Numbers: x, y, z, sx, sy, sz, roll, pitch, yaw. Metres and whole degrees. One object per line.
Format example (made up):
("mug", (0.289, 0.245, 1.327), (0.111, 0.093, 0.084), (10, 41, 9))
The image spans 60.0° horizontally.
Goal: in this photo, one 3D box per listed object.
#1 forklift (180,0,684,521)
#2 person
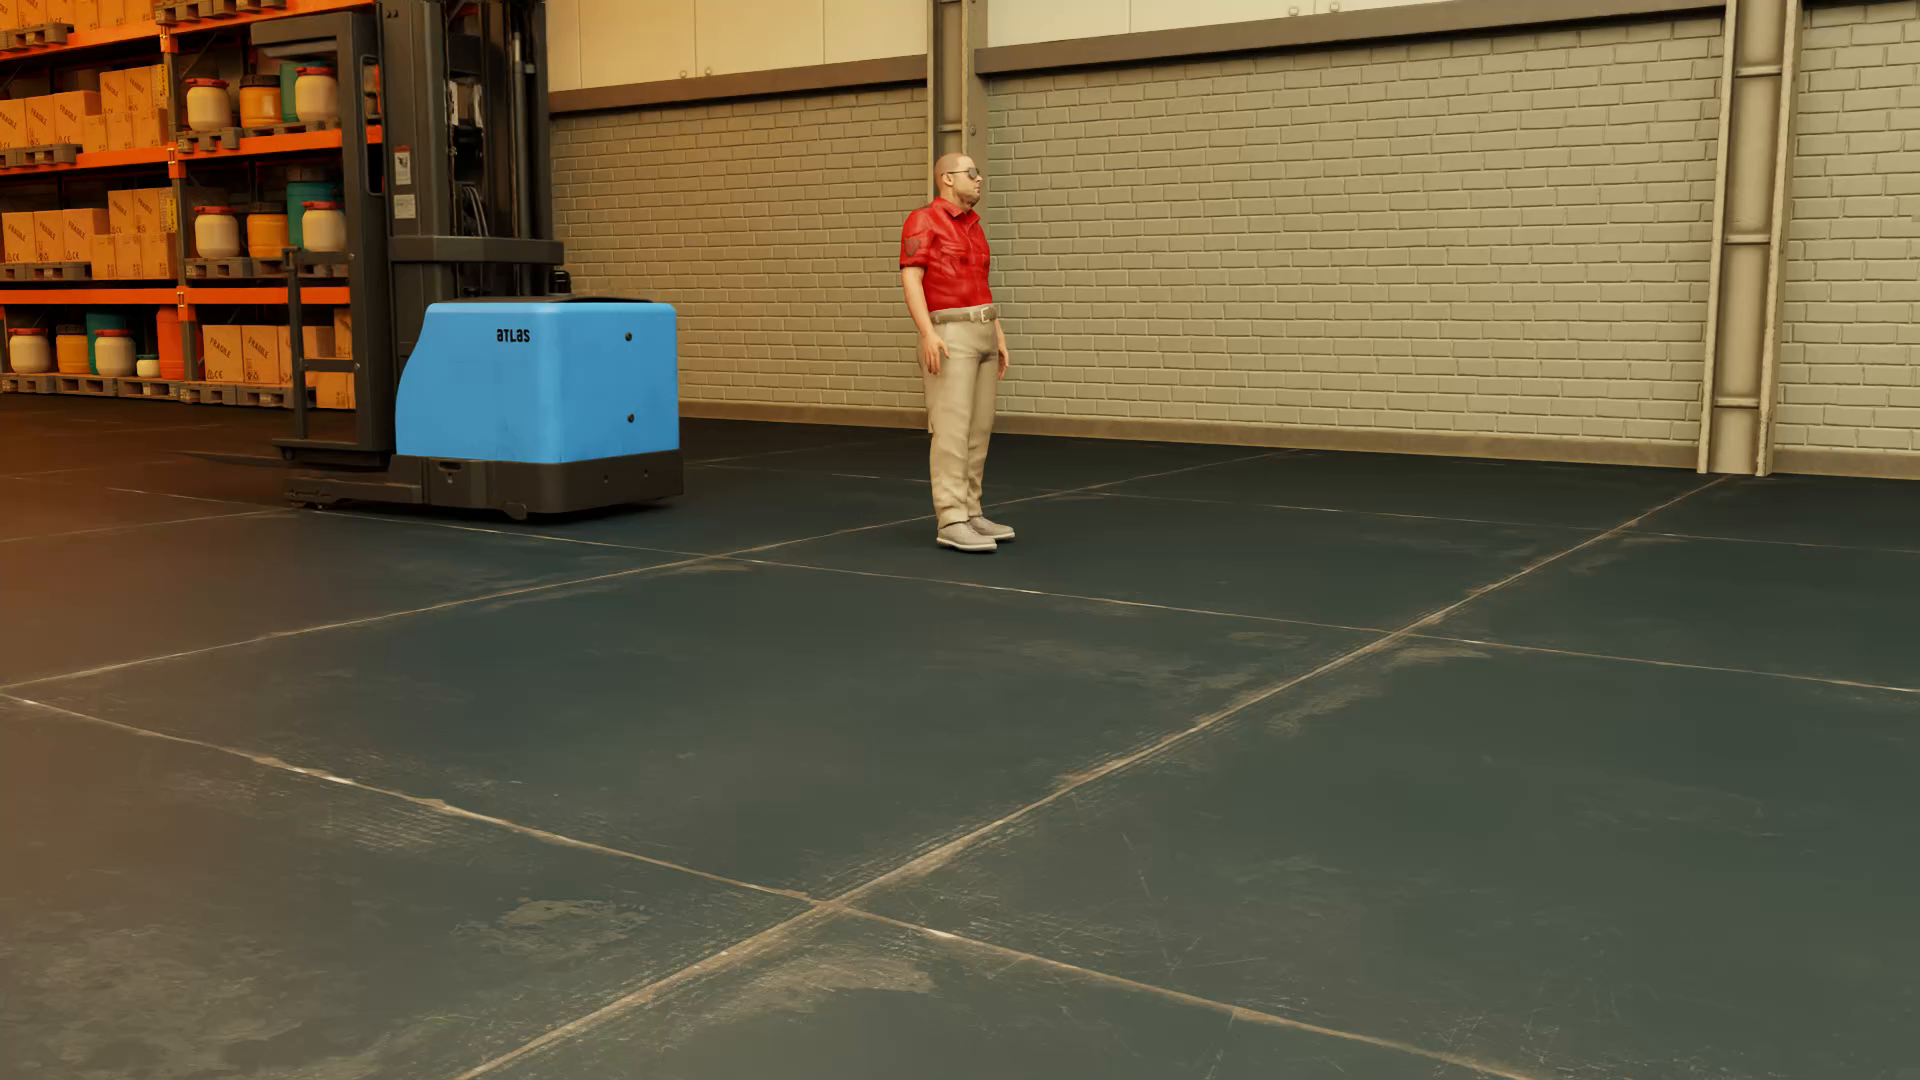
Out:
("forklift", (-3.004, -1.670, 8.936), (3.031, 2.935, 1.130), (5, 9, 29))
("person", (0.067, -0.854, 7.421), (0.551, 1.727, 0.640), (5, 10, 34))
